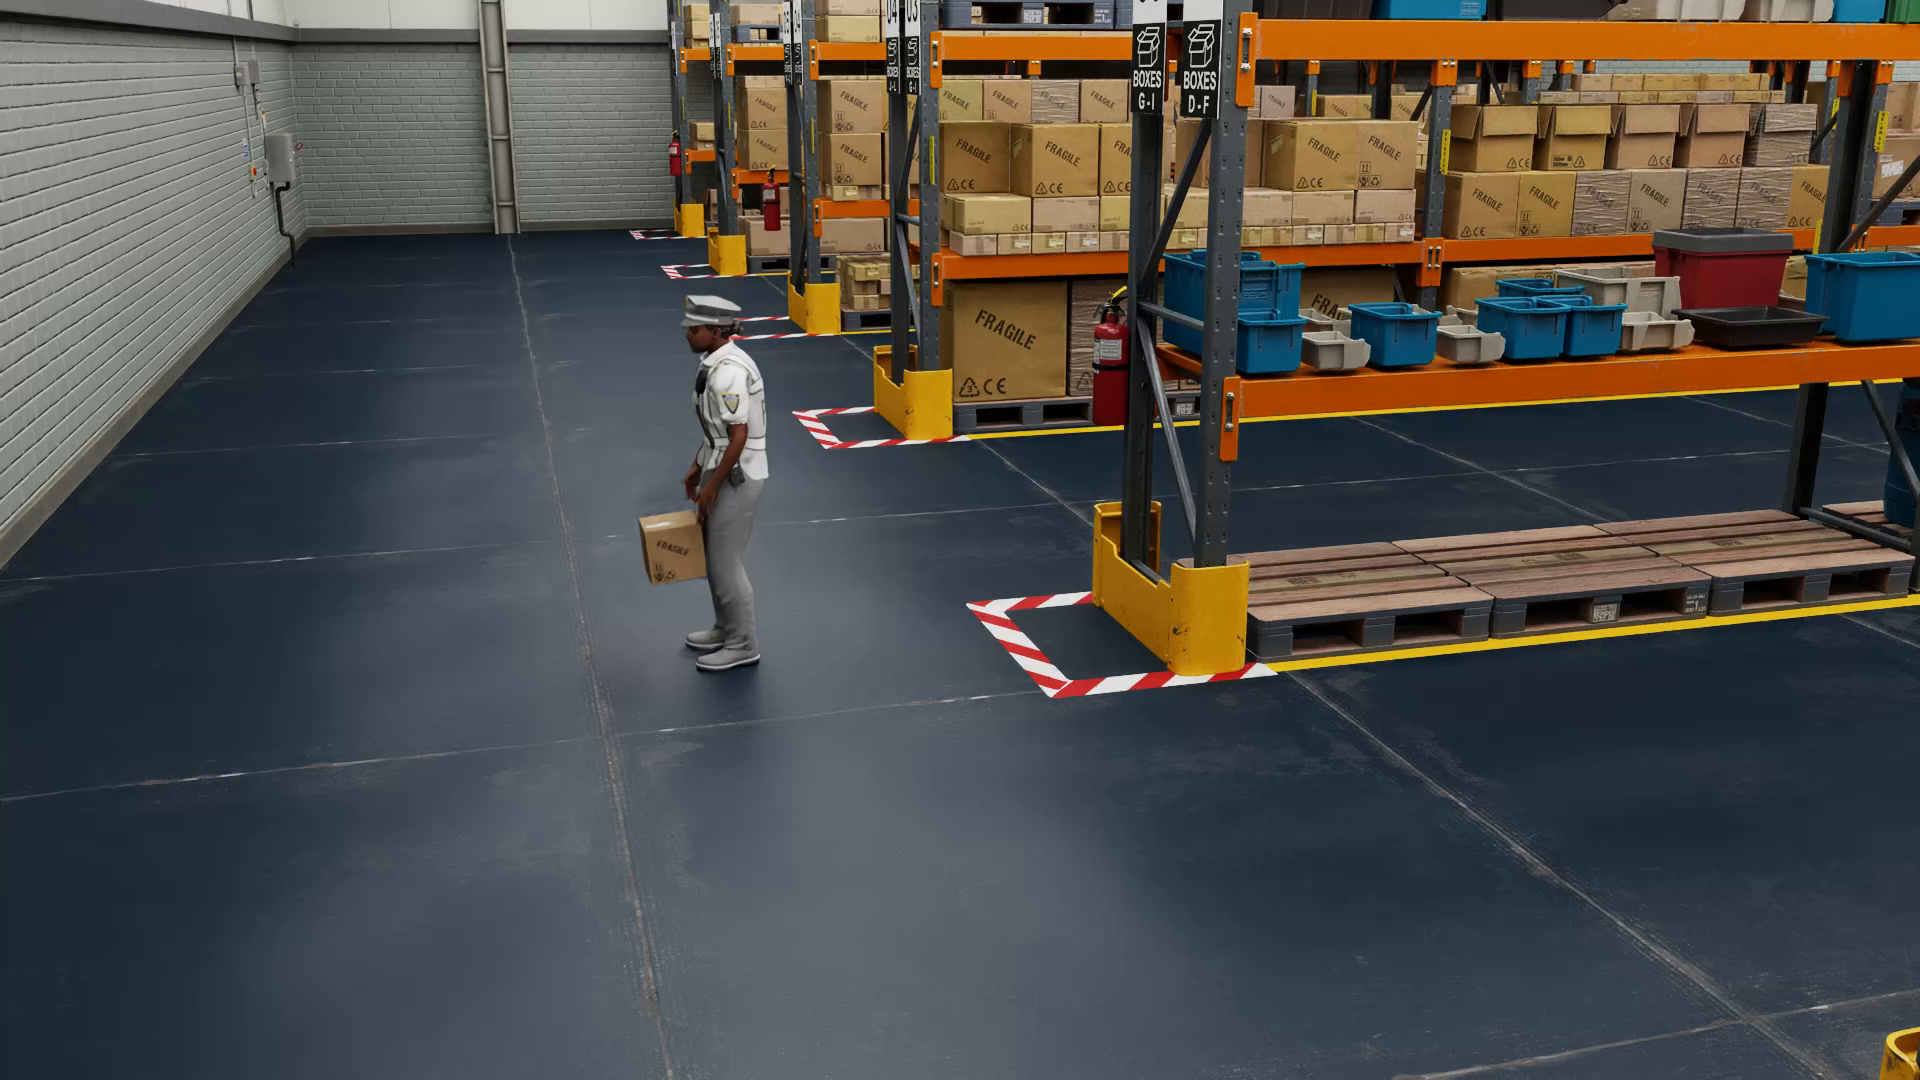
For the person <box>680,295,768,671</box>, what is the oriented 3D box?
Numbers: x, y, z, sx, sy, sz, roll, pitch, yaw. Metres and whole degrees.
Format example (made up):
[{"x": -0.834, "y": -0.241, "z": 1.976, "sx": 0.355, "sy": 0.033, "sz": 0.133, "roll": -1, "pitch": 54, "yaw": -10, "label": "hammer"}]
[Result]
[{"x": -1.052, "y": -0.269, "z": 7.440, "sx": 0.372, "sy": 1.672, "sz": 0.492, "roll": -5, "pitch": 17, "yaw": -17, "label": "person"}]
